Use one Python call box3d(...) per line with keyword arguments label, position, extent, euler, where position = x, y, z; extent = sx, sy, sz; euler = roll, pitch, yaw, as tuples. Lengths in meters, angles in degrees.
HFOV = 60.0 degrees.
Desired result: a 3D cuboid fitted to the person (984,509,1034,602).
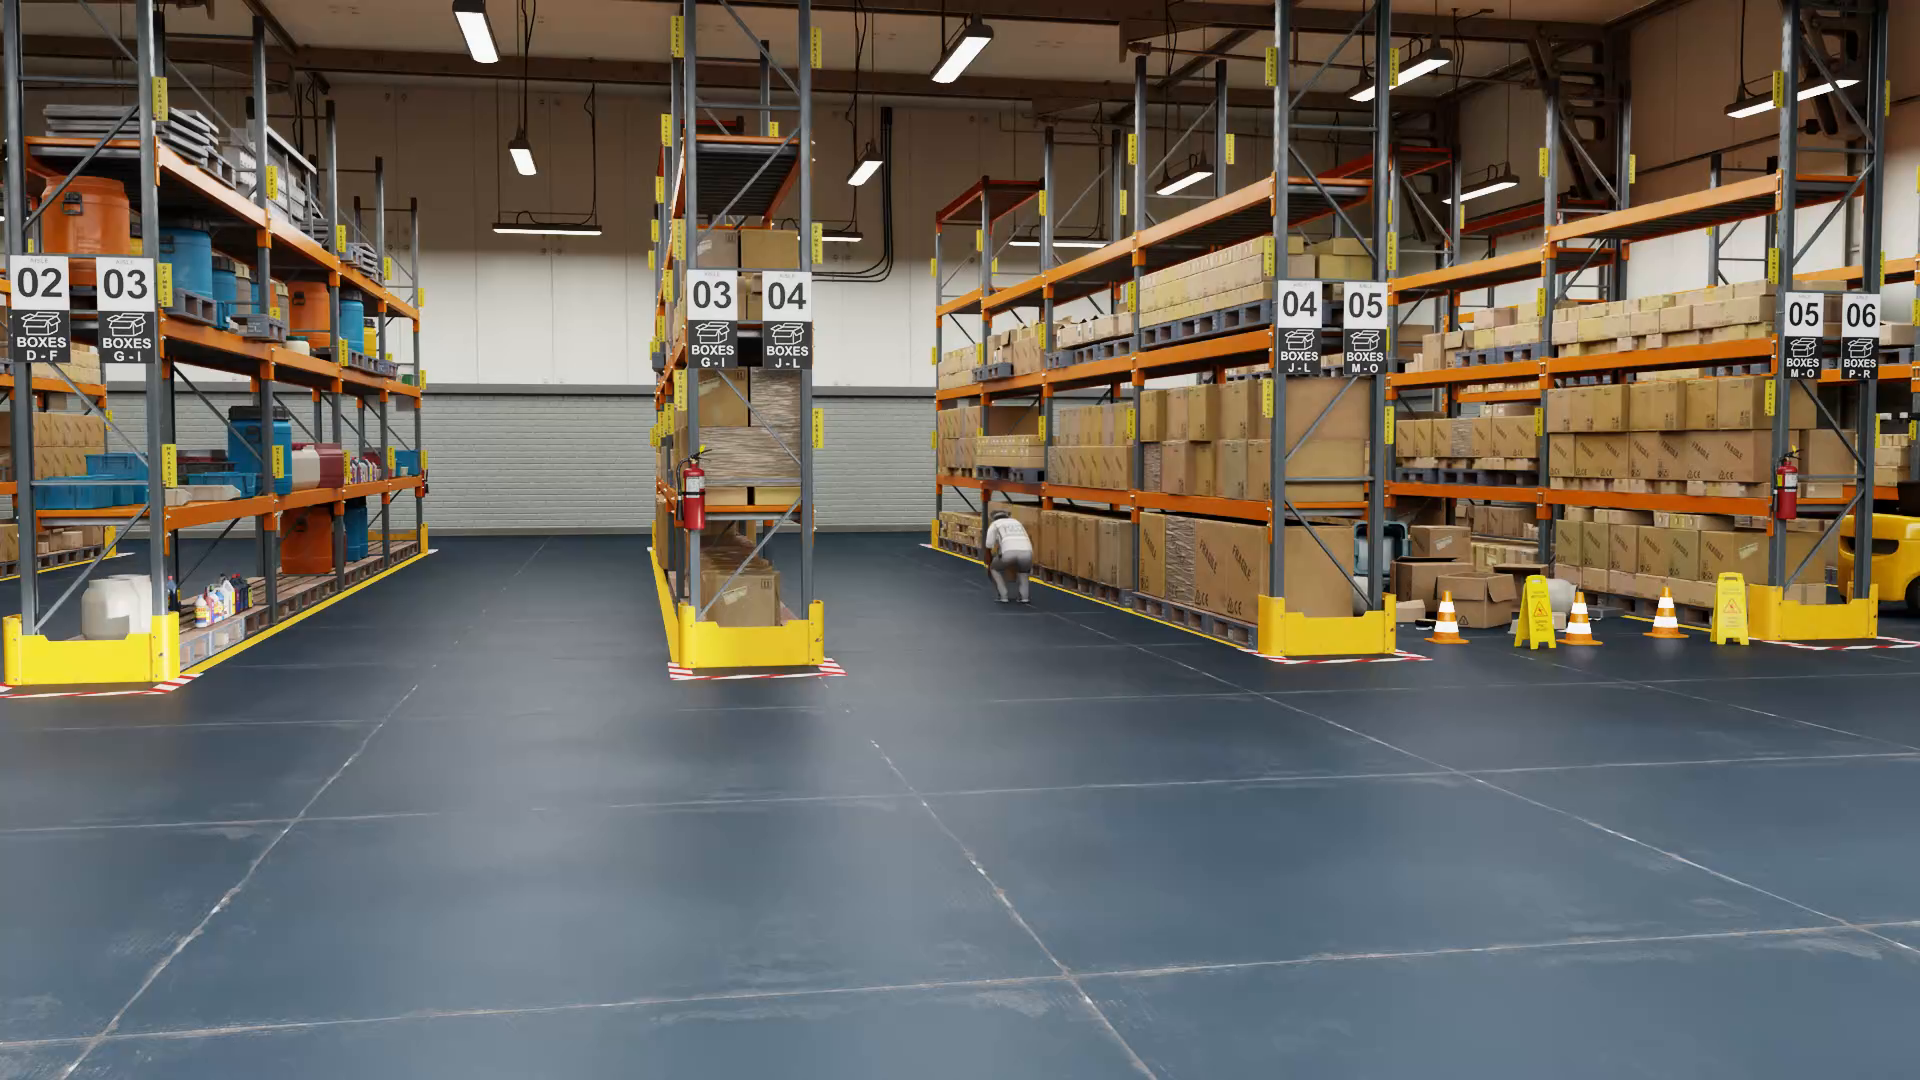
box3d(label="person", position=(0.560, 0.182, 19.258), extent=(0.492, 1.076, 0.826), euler=(-1, 3, -11))
